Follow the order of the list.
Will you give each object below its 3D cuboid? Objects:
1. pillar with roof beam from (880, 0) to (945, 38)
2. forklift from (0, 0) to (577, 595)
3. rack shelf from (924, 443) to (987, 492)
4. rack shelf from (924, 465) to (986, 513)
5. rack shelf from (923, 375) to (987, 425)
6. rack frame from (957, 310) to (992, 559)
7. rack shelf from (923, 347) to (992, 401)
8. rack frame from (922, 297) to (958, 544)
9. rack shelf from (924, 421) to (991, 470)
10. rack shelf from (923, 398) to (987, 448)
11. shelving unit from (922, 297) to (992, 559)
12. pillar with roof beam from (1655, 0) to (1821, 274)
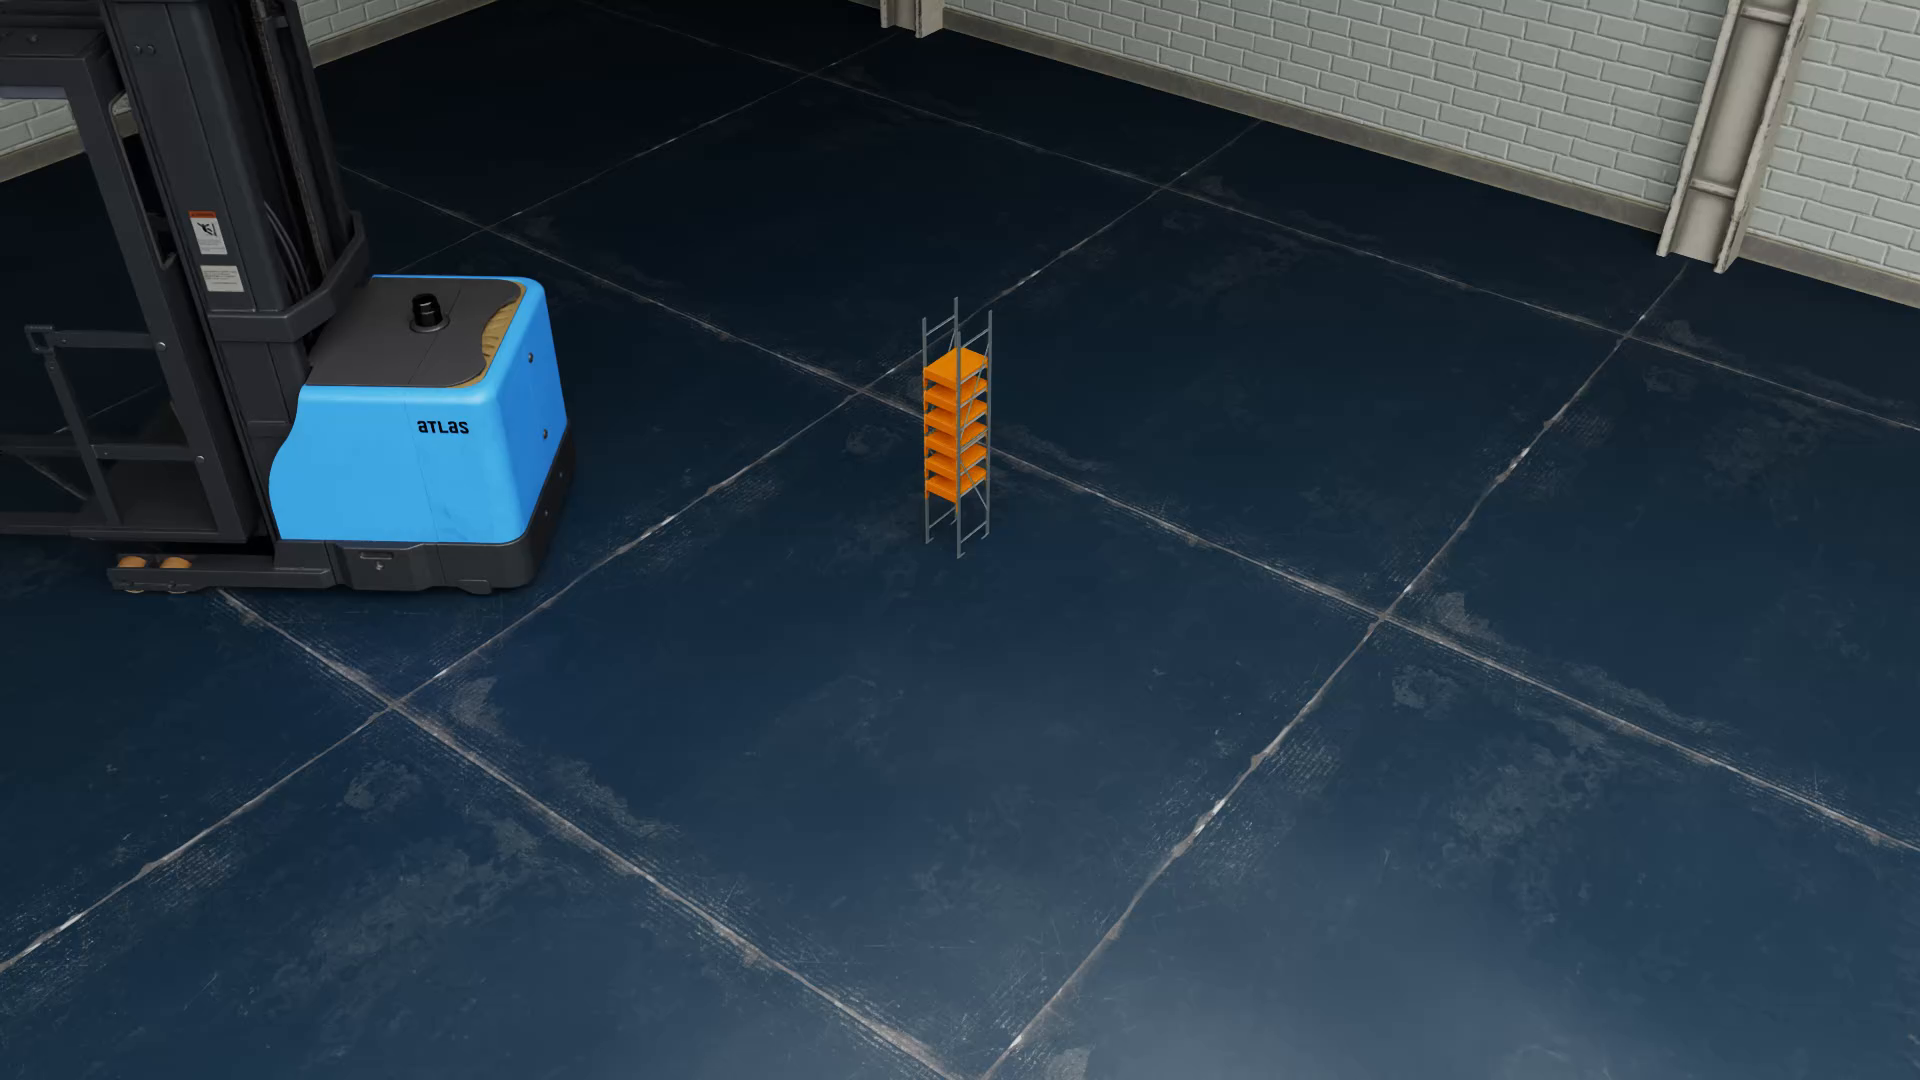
[{"bbox_3d":[-2.979,-5.390,7.335,0.400,9.000,9.100,25,45,29],"label":"pillar with roof beam"},{"bbox_3d":[-3.394,-1.238,6.953,3.031,2.935,1.130,1,38,2],"label":"forklift"},{"bbox_3d":[-0.011,-0.348,7.488,0.180,0.103,0.258,25,45,29],"label":"rack shelf"},{"bbox_3d":[-0.011,-0.254,7.562,0.180,0.103,0.258,25,45,29],"label":"rack shelf"},{"bbox_3d":[-0.012,-0.632,7.266,0.180,0.103,0.258,25,45,29],"label":"rack shelf"},{"bbox_3d":[0.061,-0.444,7.343,0.006,1.200,0.240,25,45,29],"label":"rack frame"},{"bbox_3d":[-0.012,-0.726,7.193,0.180,0.103,0.258,25,45,29],"label":"rack shelf"},{"bbox_3d":[-0.084,-0.512,7.431,0.006,1.200,0.240,25,45,29],"label":"rack frame"},{"bbox_3d":[-0.012,-0.443,7.414,0.180,0.103,0.258,25,45,29],"label":"rack shelf"},{"bbox_3d":[-0.012,-0.537,7.340,0.180,0.103,0.258,25,45,29],"label":"rack shelf"},{"bbox_3d":[-0.012,-0.478,7.387,0.189,1.200,0.258,25,45,29],"label":"shelving unit"},{"bbox_3d":[1.787,-3.143,4.465,0.400,9.000,9.100,25,45,29],"label":"pillar with roof beam"}]
